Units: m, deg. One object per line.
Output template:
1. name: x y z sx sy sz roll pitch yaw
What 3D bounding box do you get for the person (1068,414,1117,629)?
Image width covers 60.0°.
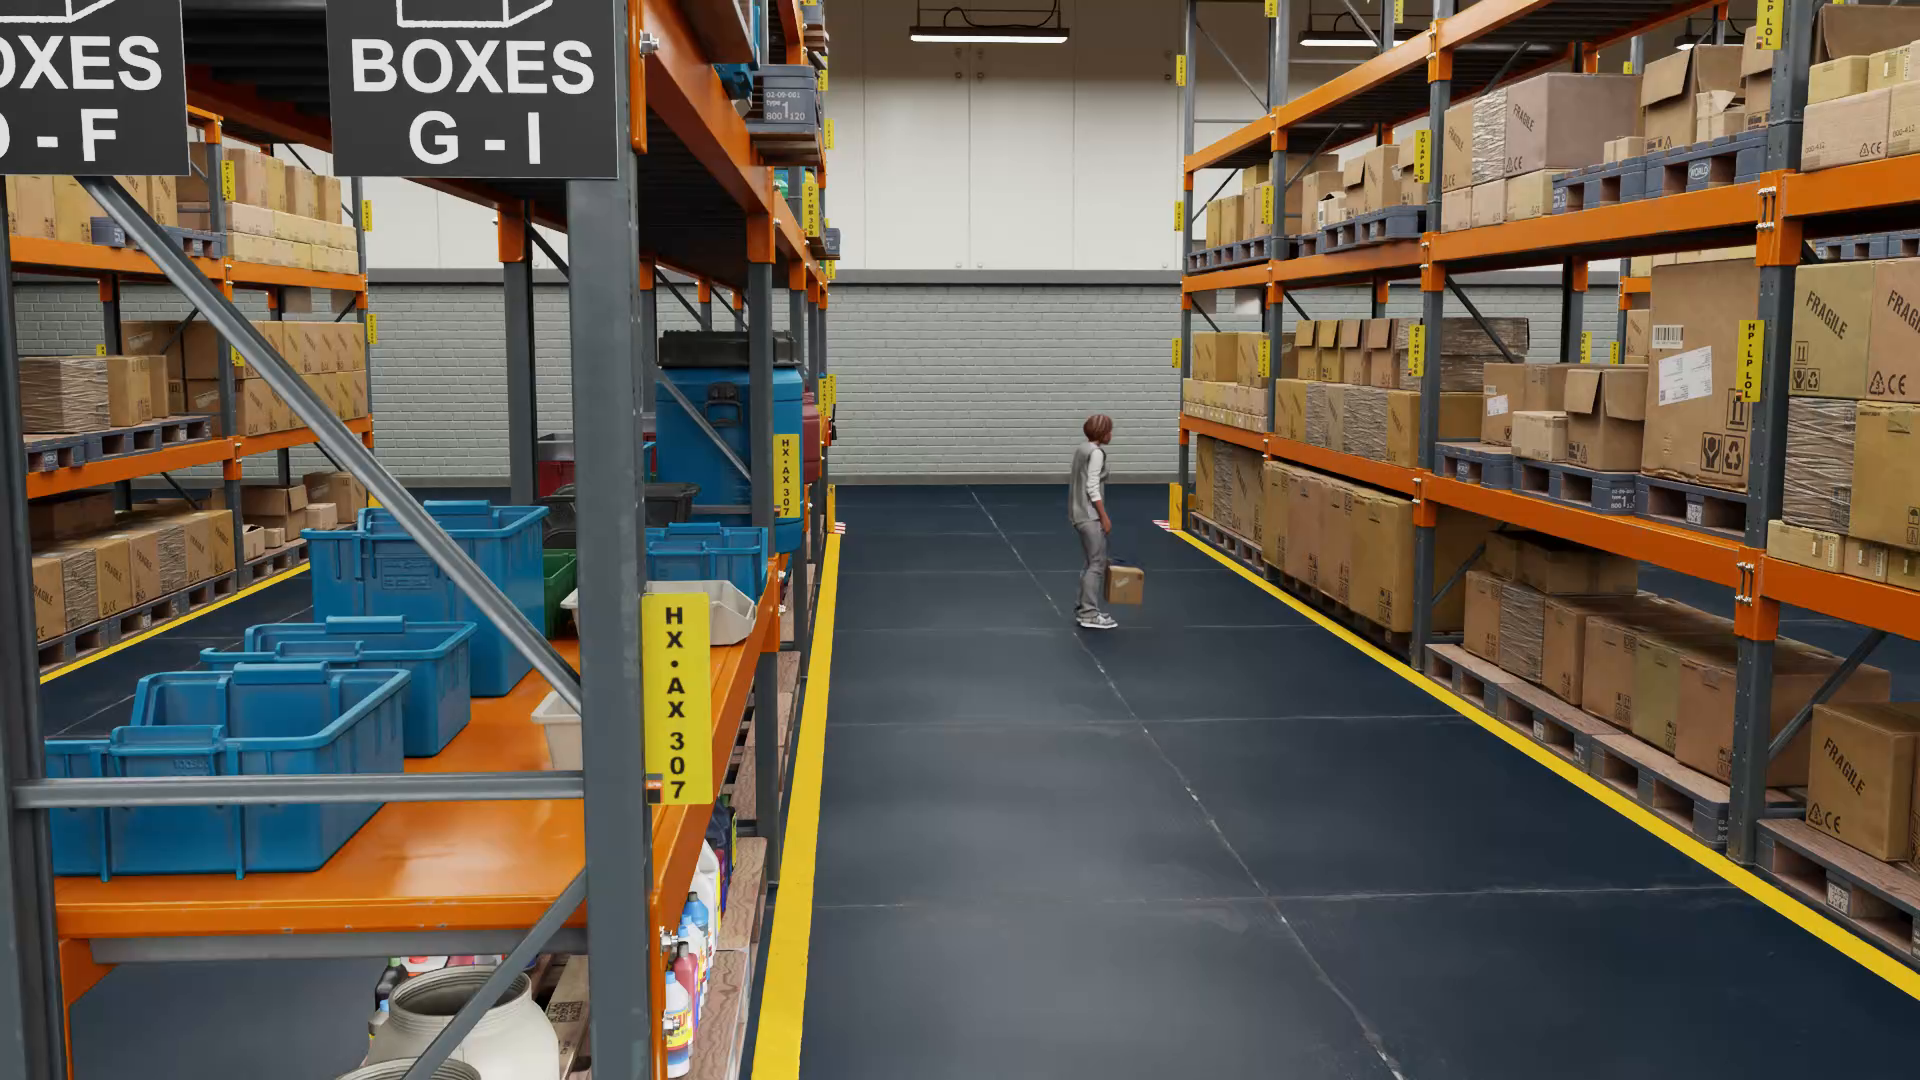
1. person: 0.994 -0.145 12.503 0.343 1.584 0.456 -1 7 -5
